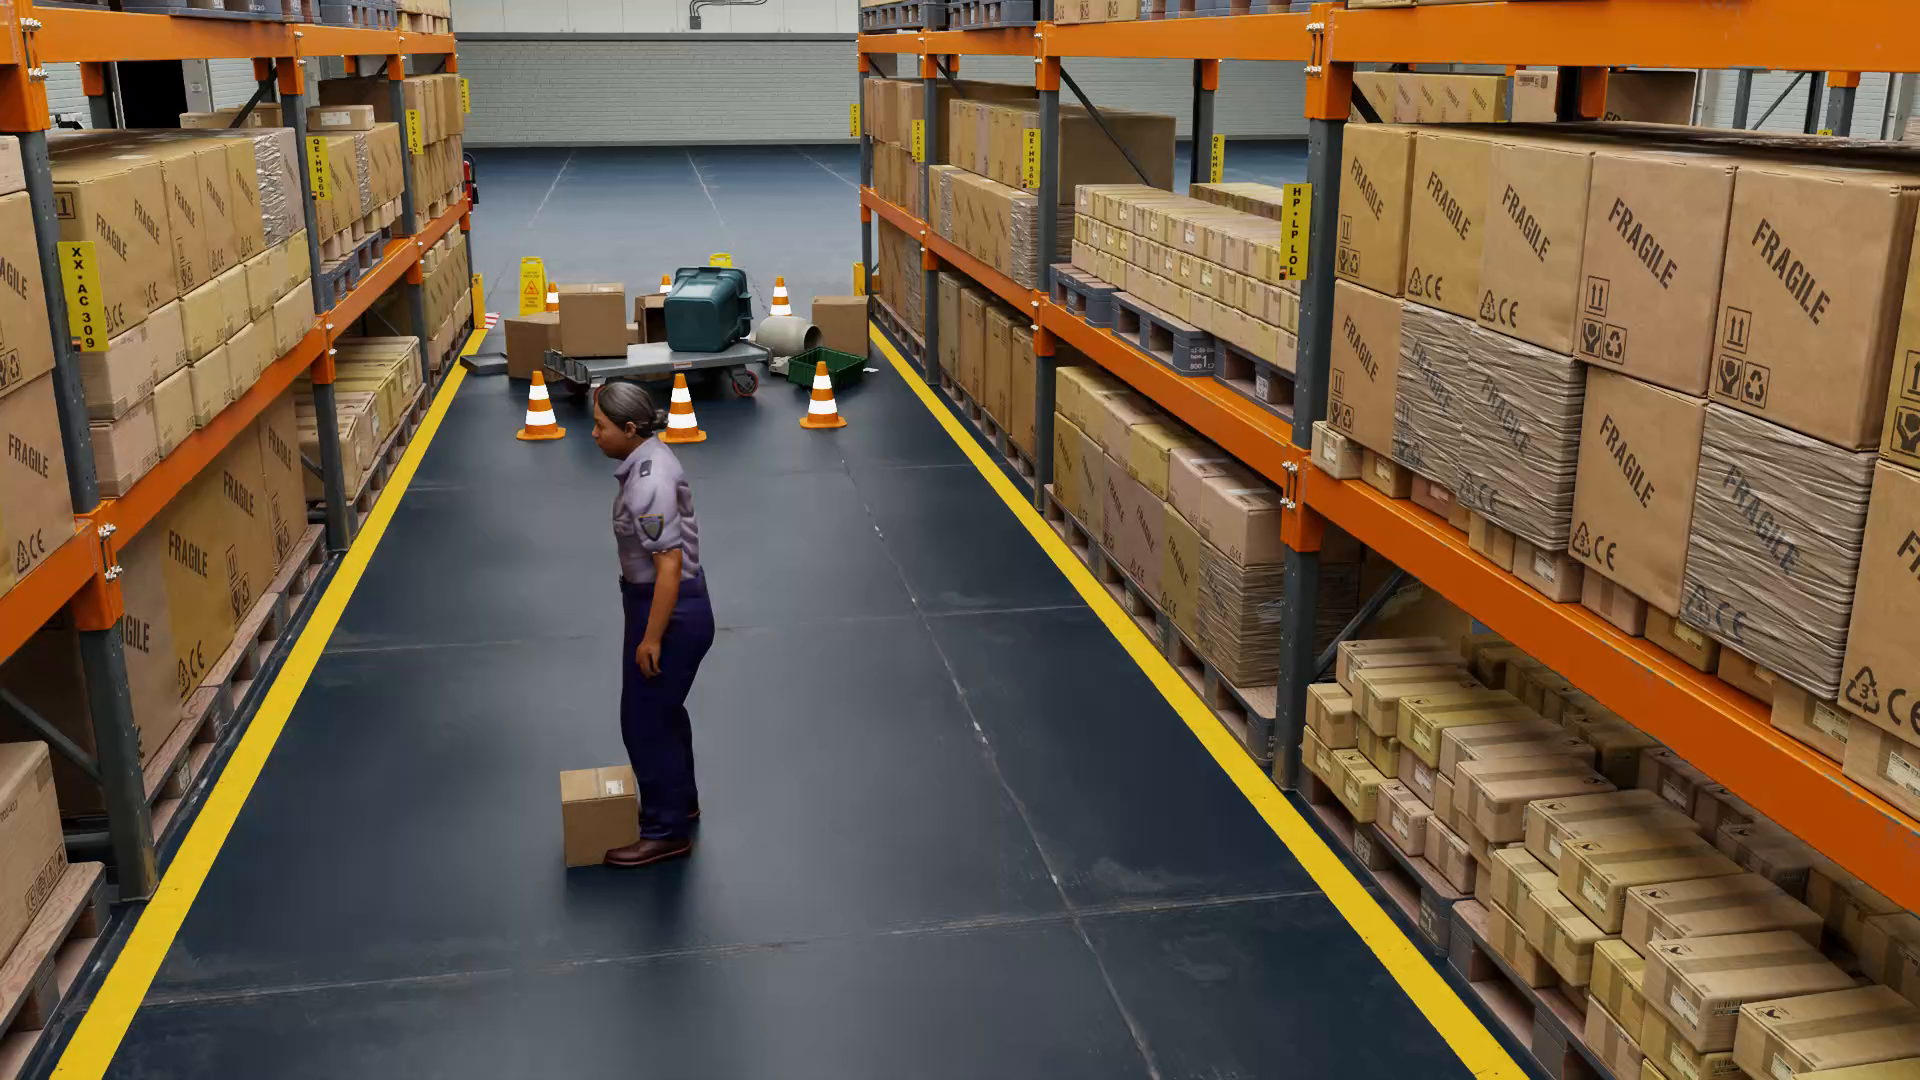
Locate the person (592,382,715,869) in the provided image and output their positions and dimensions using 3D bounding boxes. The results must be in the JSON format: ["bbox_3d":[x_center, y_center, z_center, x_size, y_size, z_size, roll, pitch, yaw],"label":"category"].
[{"bbox_3d":[-1.045,0.271,5.634,0.414,1.651,0.545,-3,17,-11],"label":"person"}]
